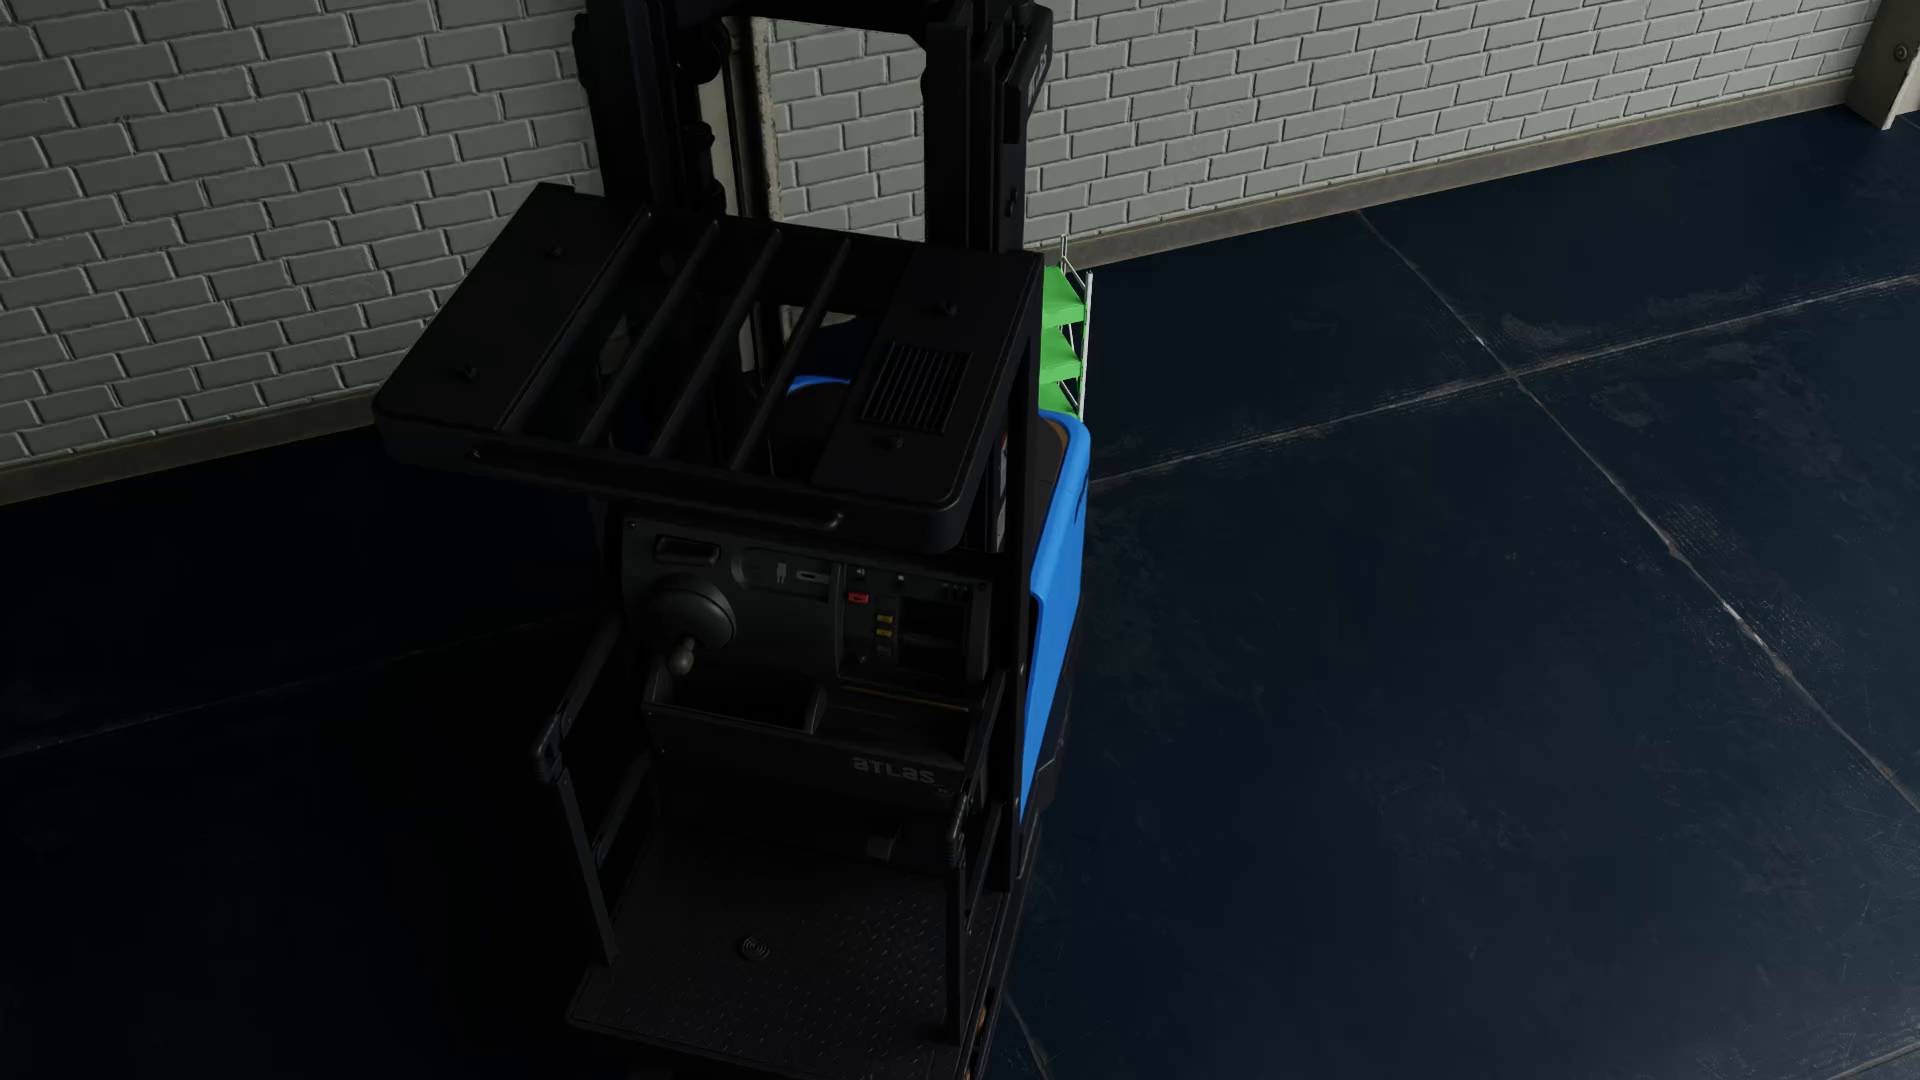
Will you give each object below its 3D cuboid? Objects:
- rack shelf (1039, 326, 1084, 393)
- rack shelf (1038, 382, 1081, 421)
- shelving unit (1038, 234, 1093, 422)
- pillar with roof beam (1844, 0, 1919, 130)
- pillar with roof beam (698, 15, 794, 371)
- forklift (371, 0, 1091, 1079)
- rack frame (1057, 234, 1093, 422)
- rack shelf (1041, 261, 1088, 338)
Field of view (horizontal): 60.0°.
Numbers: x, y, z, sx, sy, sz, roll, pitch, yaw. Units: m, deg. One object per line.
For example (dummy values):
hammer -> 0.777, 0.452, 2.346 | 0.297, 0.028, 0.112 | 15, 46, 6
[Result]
rack shelf -> 0.156, -0.588, 5.740 | 0.480, 0.148, 0.258 | -14, 47, -14
rack shelf -> 0.156, -0.418, 5.910 | 0.480, 0.148, 0.258 | -14, 47, -14
shelving unit -> 0.156, -0.463, 5.865 | 0.503, 1.200, 0.258 | -14, 47, -14
pillar with roof beam -> 6.188, -2.503, 2.391 | 0.400, 9.000, 9.100 | -14, 47, -14
pillar with roof beam -> 0.545, -1.060, 0.953 | 0.400, 9.000, 9.100 | -14, 47, -14
forklift -> -0.429, 0.274, 3.907 | 1.130, 2.935, 3.031 | 10, 46, 10
rack frame -> 0.385, -0.522, 5.923 | 0.015, 1.200, 0.240 | -14, 47, -14
rack shelf -> 0.156, -0.757, 5.570 | 0.480, 0.148, 0.258 | -14, 47, -14
